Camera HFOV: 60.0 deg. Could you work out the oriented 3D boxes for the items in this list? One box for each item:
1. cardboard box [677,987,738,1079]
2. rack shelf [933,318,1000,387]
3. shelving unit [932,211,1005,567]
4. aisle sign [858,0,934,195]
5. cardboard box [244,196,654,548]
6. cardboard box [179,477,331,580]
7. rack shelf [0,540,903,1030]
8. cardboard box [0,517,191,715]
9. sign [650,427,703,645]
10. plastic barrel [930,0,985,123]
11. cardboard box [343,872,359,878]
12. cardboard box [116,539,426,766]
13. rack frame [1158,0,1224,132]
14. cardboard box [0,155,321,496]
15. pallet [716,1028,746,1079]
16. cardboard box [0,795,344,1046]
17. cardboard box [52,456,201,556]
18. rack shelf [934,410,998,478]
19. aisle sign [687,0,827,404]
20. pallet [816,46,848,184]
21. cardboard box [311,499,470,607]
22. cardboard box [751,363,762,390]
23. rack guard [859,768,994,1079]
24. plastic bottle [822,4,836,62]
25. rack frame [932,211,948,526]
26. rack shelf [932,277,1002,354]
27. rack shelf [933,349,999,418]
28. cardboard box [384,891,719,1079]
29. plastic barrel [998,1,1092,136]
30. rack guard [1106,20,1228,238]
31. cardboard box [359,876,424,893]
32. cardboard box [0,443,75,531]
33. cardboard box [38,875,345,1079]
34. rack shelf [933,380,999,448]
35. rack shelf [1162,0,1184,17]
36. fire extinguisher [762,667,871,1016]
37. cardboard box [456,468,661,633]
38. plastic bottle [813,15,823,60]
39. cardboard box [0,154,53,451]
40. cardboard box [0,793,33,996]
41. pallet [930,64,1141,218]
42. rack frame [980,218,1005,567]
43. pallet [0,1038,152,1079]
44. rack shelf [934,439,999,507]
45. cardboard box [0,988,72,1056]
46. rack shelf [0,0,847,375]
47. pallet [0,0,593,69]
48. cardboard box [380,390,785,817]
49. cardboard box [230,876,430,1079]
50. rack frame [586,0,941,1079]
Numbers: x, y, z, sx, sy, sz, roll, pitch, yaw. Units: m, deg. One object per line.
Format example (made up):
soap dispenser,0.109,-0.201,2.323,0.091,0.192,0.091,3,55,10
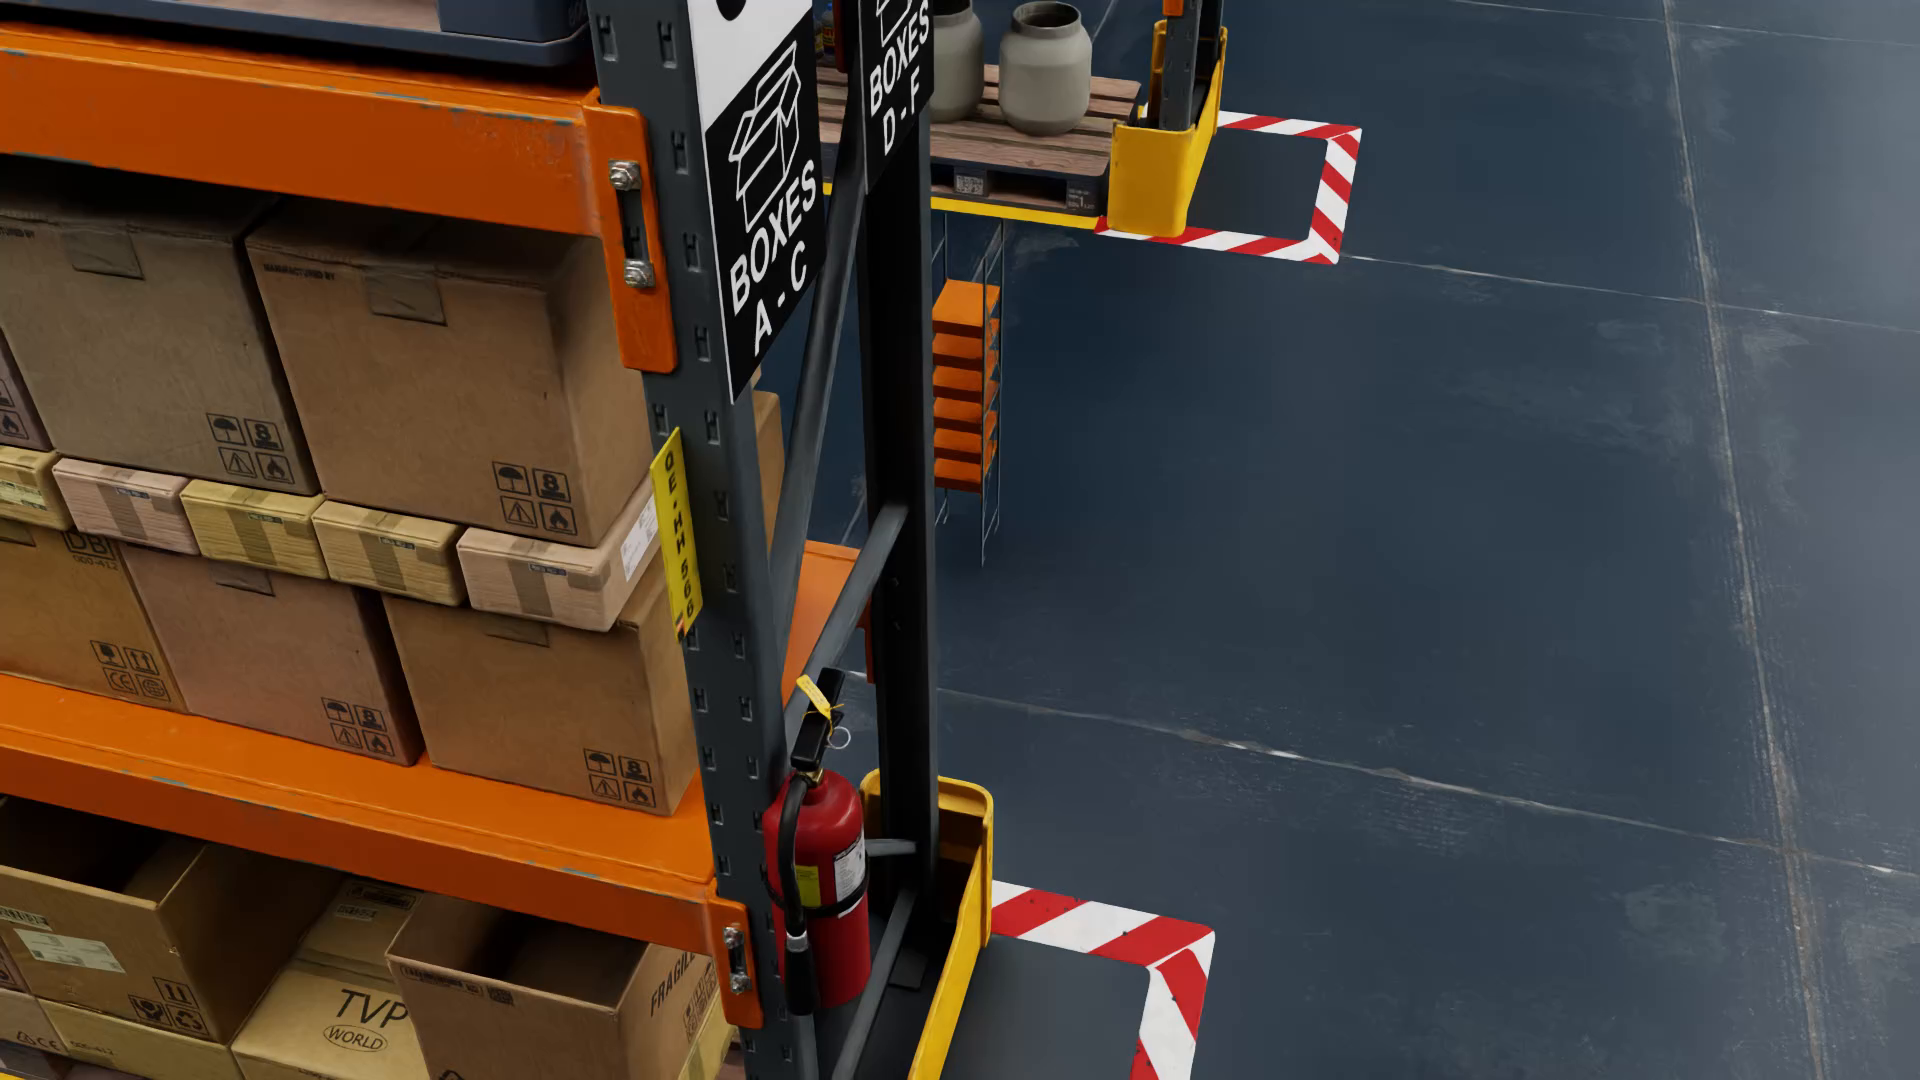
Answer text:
cardboard box,-0.836,1.183,3.820,0.500,0.250,0.500,10,41,11
rack shelf,0.014,-0.607,5.235,0.180,0.103,0.258,10,41,11
shelving unit,0.014,-0.457,5.361,0.189,1.200,0.258,10,41,11
aisle sign,-0.099,-0.978,2.561,0.004,0.787,0.394,10,41,11
cardboard box,-0.740,-0.433,2.846,0.500,0.500,0.700,10,41,12
cardboard box,-1.160,-0.120,2.979,0.250,0.149,0.380,9,41,11
rack shelf,-2.173,0.140,3.811,4.000,0.370,1.077,10,41,11
cardboard box,-1.676,-0.098,3.456,0.500,0.500,0.700,10,41,12
sign,-0.395,-0.003,2.336,0.005,0.325,0.100,10,41,11
plastic barrel,-0.097,-2.233,7.685,0.421,0.512,0.421,0,40,0
cardboard box,-1.669,0.697,4.399,0.500,0.250,0.500,10,41,11
cardboard box,-1.198,-0.011,3.353,0.500,0.500,0.700,11,41,13
rack frame,1.043,-2.880,6.847,0.127,3.000,1.000,10,41,11
cardboard box,-1.250,-0.517,2.946,0.500,0.500,0.700,9,41,10
pallet,-0.991,1.163,4.201,1.213,0.211,1.003,10,41,11
cardboard box,-1.806,0.740,3.765,0.500,0.500,0.500,10,41,11
cardboard box,-1.402,-0.163,3.030,0.250,0.149,0.380,10,41,12
rack shelf,0.014,-0.331,5.467,0.180,0.103,0.258,10,41,11
aisle sign,-0.254,-0.605,2.117,0.004,0.787,0.394,10,41,11
pallet,-1.001,-2.138,8.132,1.213,0.211,1.003,10,41,11
cardboard box,-0.913,-0.078,2.928,0.250,0.149,0.380,11,41,13
cardboard box,-0.565,-0.289,3.180,0.250,0.149,0.380,9,41,11
rack guard,-0.218,1.158,3.983,0.348,0.500,1.175,10,41,11
plastic bottle,-0.628,-2.499,8.172,0.097,0.271,0.097,0,40,0
rack frame,-0.074,-0.472,5.379,0.006,1.200,0.240,10,41,11
rack shelf,0.014,-0.699,5.158,0.180,0.103,0.258,10,41,11
rack shelf,0.014,-0.515,5.313,0.180,0.103,0.258,10,41,11
cardboard box,-0.836,0.897,3.577,0.500,0.500,0.500,10,41,11
plastic barrel,0.387,-2.150,7.586,0.421,0.512,0.421,0,40,0
rack guard,0.957,-1.906,7.631,0.348,0.500,1.175,10,41,11
cardboard box,-1.186,0.781,4.300,0.500,0.250,0.500,10,41,11
cardboard box,-1.656,-0.207,3.082,0.250,0.149,0.380,11,41,13
cardboard box,-1.805,1.026,4.008,0.500,0.250,0.500,10,41,11
rack shelf,0.014,-0.423,5.390,0.180,0.103,0.258,10,41,11
rack shelf,-0.889,-2.937,7.474,4.000,0.370,1.077,10,41,11
fire extinguisher,-0.247,0.535,2.841,0.183,0.674,0.296,10,41,11
cardboard box,-0.660,-0.035,2.877,0.250,0.149,0.380,9,41,11
plastic bottle,-0.728,-2.489,8.215,0.097,0.201,0.097,0,40,0
cardboard box,-1.737,-0.600,3.046,0.500,0.500,0.700,10,41,12
cardboard box,-2.289,0.656,3.864,0.500,0.500,0.500,10,41,11
pallet,0.174,-1.934,7.889,1.213,0.211,1.003,10,41,11
rack frame,0.102,-0.442,5.343,0.006,1.200,0.240,10,41,11
pallet,-2.166,0.959,4.444,1.213,0.211,1.003,10,41,11
rack shelf,0.014,-0.239,5.544,0.180,0.103,0.258,10,41,11
cardboard box,-2.288,0.941,4.108,0.500,0.250,0.500,10,41,11
rack shelf,-2.173,-1.009,2.846,4.000,0.370,1.077,10,41,11
pallet,-0.918,-1.052,2.406,1.213,0.211,1.003,10,41,11
cardboard box,-0.689,0.073,3.253,0.500,0.500,0.700,10,41,11
cardboard box,-1.322,1.108,3.910,0.500,0.250,0.500,10,41,11
rack frame,-0.241,0.197,3.183,0.127,3.000,1.000,10,41,11
